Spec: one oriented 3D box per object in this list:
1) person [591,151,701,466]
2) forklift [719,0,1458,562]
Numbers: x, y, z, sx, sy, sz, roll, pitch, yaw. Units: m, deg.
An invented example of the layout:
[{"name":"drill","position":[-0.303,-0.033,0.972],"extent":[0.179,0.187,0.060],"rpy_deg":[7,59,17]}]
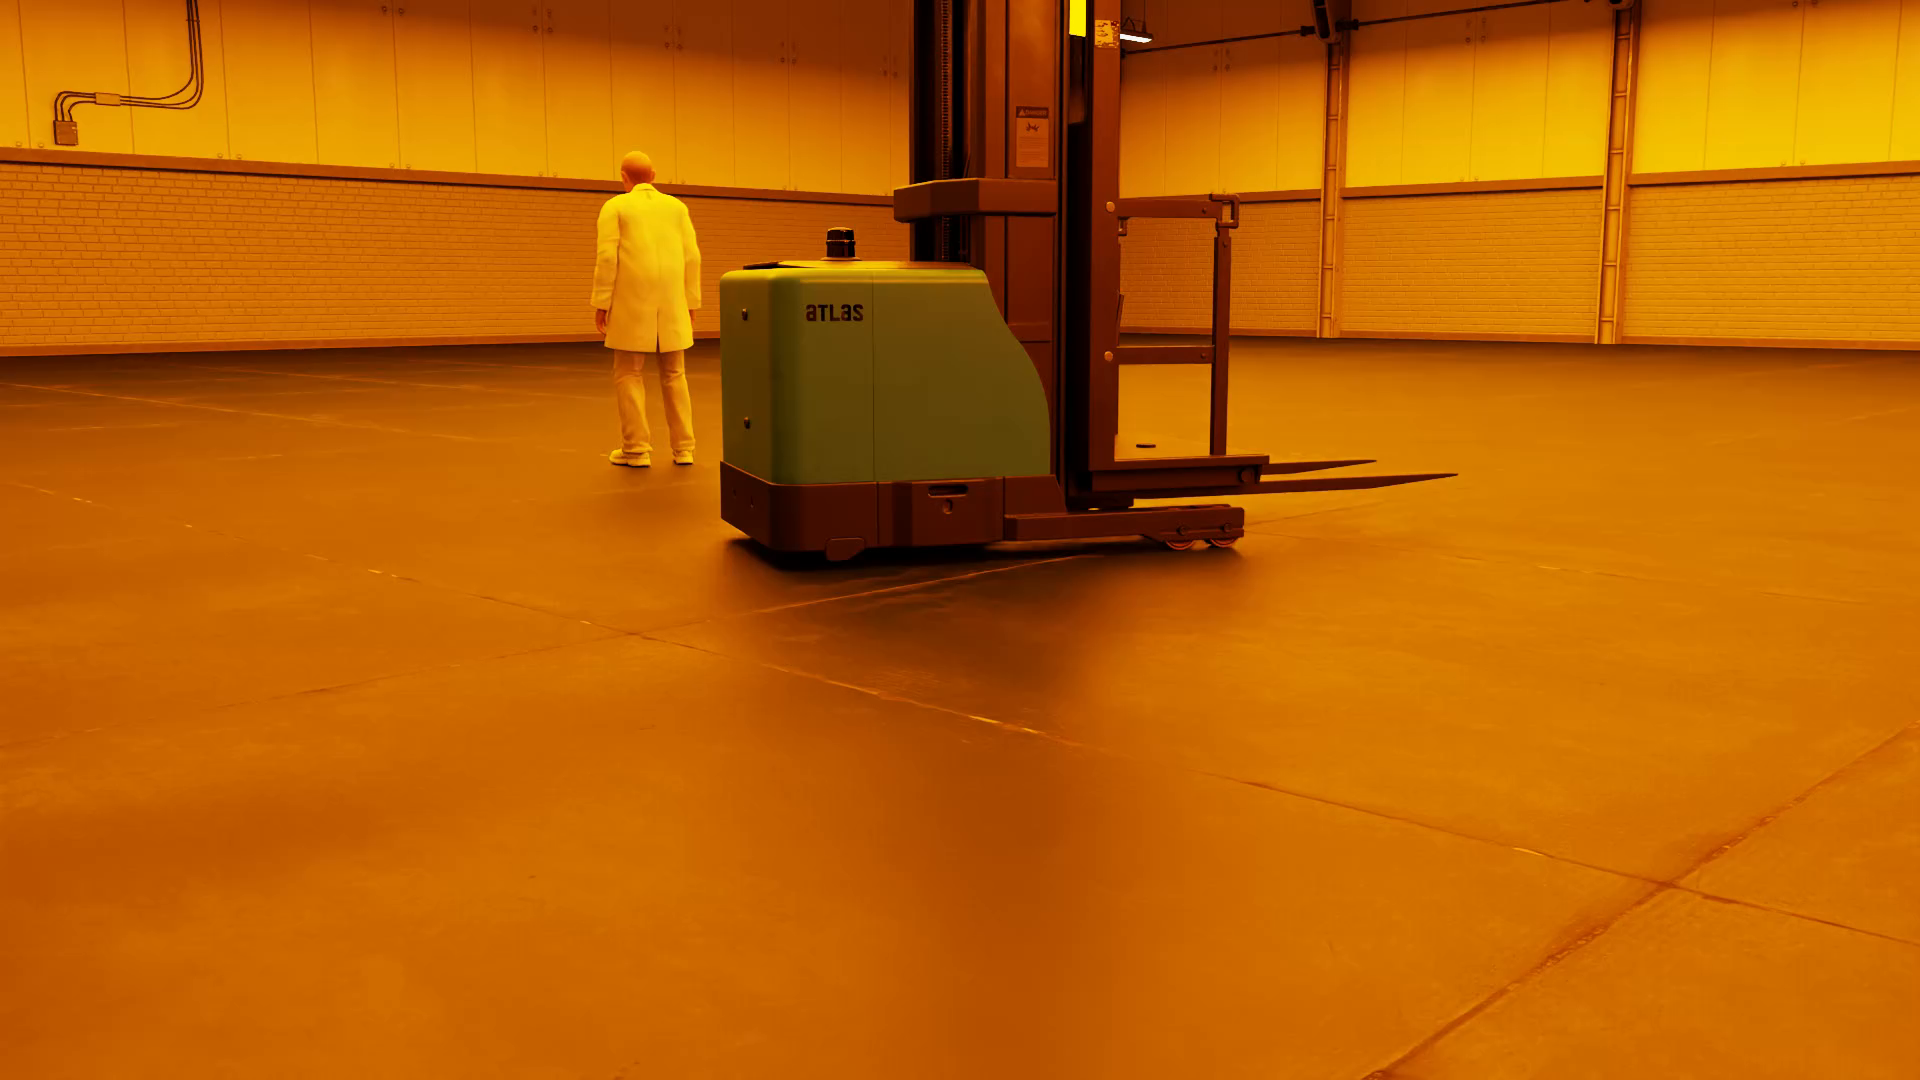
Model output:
[{"name":"person","position":[-1.787,-1.317,9.510],"extent":[0.649,1.774,0.420],"rpy_deg":[-5,10,-30]},{"name":"forklift","position":[0.592,-1.481,6.710],"extent":[3.031,2.935,1.130],"rpy_deg":[-3,9,-20]}]
